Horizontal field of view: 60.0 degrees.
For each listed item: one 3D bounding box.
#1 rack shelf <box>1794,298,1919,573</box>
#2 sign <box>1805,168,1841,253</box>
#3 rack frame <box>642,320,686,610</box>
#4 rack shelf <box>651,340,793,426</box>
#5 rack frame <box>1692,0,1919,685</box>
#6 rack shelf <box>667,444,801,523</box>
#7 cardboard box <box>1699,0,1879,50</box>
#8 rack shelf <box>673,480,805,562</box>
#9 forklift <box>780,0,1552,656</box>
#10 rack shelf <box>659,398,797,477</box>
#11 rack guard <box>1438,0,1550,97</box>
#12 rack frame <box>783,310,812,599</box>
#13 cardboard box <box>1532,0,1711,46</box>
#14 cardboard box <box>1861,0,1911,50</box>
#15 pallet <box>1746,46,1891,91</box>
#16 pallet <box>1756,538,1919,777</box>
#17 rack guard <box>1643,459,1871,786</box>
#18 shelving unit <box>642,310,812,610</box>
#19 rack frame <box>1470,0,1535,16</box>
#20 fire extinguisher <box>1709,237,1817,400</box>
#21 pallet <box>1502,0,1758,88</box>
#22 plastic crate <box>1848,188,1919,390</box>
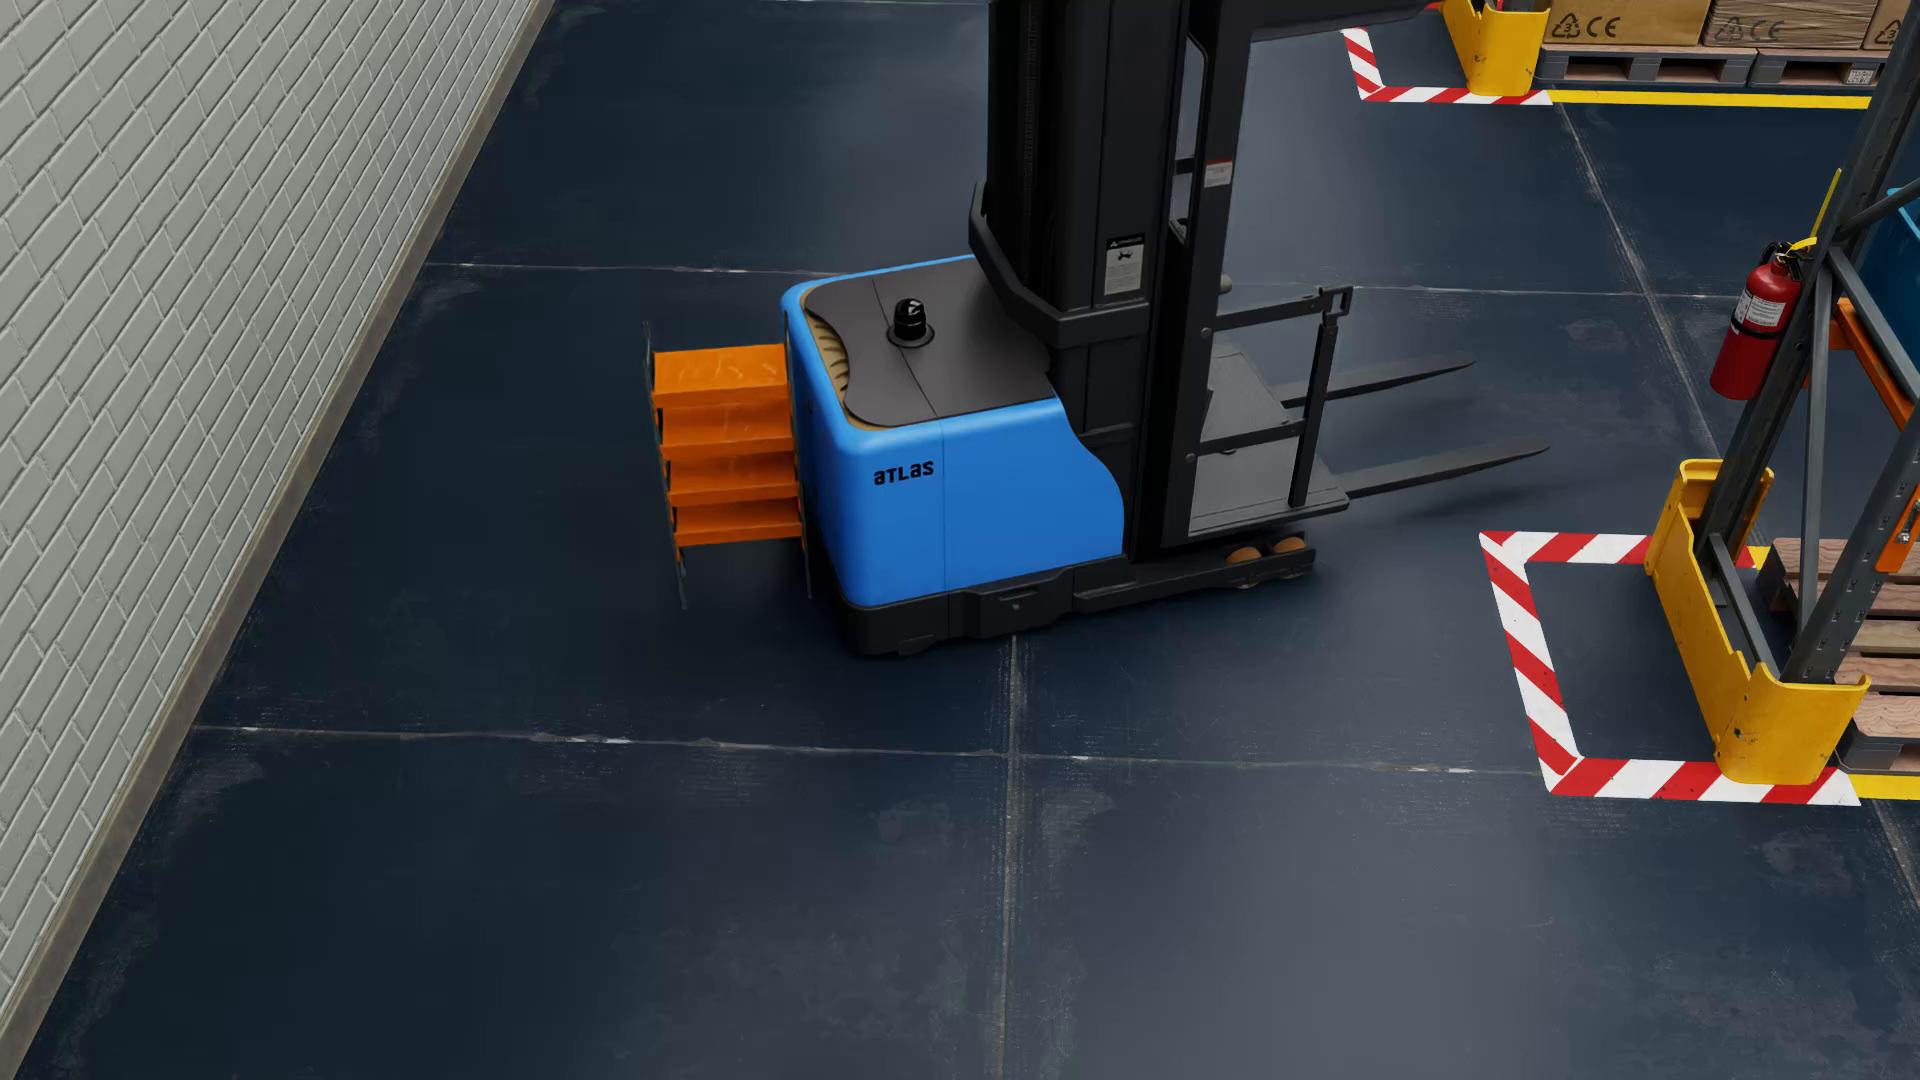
[{"bbox_3d":[4.902,-0.322,5.423,4.000,0.370,1.077,2,43,2],"label":"rack shelf"},{"bbox_3d":[2.912,-1.081,5.591,0.005,0.325,0.100,2,43,2],"label":"sign"},{"bbox_3d":[-1.085,-0.249,6.137,0.015,1.200,0.240,-5,43,-5],"label":"rack frame"},{"bbox_3d":[-0.843,-0.557,5.891,0.480,0.148,0.258,-5,43,-5],"label":"rack shelf"},{"bbox_3d":[2.904,-0.647,5.244,0.127,3.000,1.000,2,43,2],"label":"rack frame"},{"bbox_3d":[-0.843,-0.221,6.205,0.480,0.148,0.258,-5,43,-5],"label":"rack shelf"},{"bbox_3d":[4.679,-3.402,9.452,0.875,0.875,0.875,2,43,2],"label":"cardboard box"},{"bbox_3d":[-0.843,-0.075,6.341,0.480,0.148,0.258,-5,43,-5],"label":"rack shelf"},{"bbox_3d":[0.891,-1.215,5.904,3.031,2.935,1.130,-12,44,-12],"label":"forklift"},{"bbox_3d":[-0.843,-0.384,6.053,0.480,0.148,0.258,-5,43,-5],"label":"rack shelf"},{"bbox_3d":[3.103,-3.105,9.717,0.348,0.500,1.175,2,43,2],"label":"rack guard"},{"bbox_3d":[-0.601,-0.290,6.182,0.015,1.200,0.240,-5,43,-5],"label":"rack frame"},{"bbox_3d":[3.770,-3.430,9.482,0.875,0.875,0.875,2,43,2],"label":"cardboard box"},{"bbox_3d":[5.568,-3.375,9.423,0.875,0.875,0.875,2,43,2],"label":"cardboard box"},{"bbox_3d":[5.144,-2.988,9.803,1.213,0.211,1.003,2,43,2],"label":"pallet"},{"bbox_3d":[3.726,0.425,6.138,1.213,0.211,1.003,2,43,2],"label":"pallet"},{"bbox_3d":[2.879,0.276,6.087,0.348,0.500,1.175,2,43,2],"label":"rack guard"},{"bbox_3d":[-0.843,-0.270,6.159,0.503,1.200,0.258,-5,43,-5],"label":"shelving unit"},{"bbox_3d":[3.127,-4.019,8.864,0.127,3.000,1.000,2,43,2],"label":"rack frame"},{"bbox_3d":[2.773,-0.796,5.734,0.183,0.674,0.296,2,43,2],"label":"fire extinguisher"},{"bbox_3d":[3.929,-3.028,9.845,1.213,0.211,1.003,2,43,2],"label":"pallet"},{"bbox_3d":[3.246,-0.798,5.337,0.499,0.435,0.616,2,43,2],"label":"plastic crate"}]
